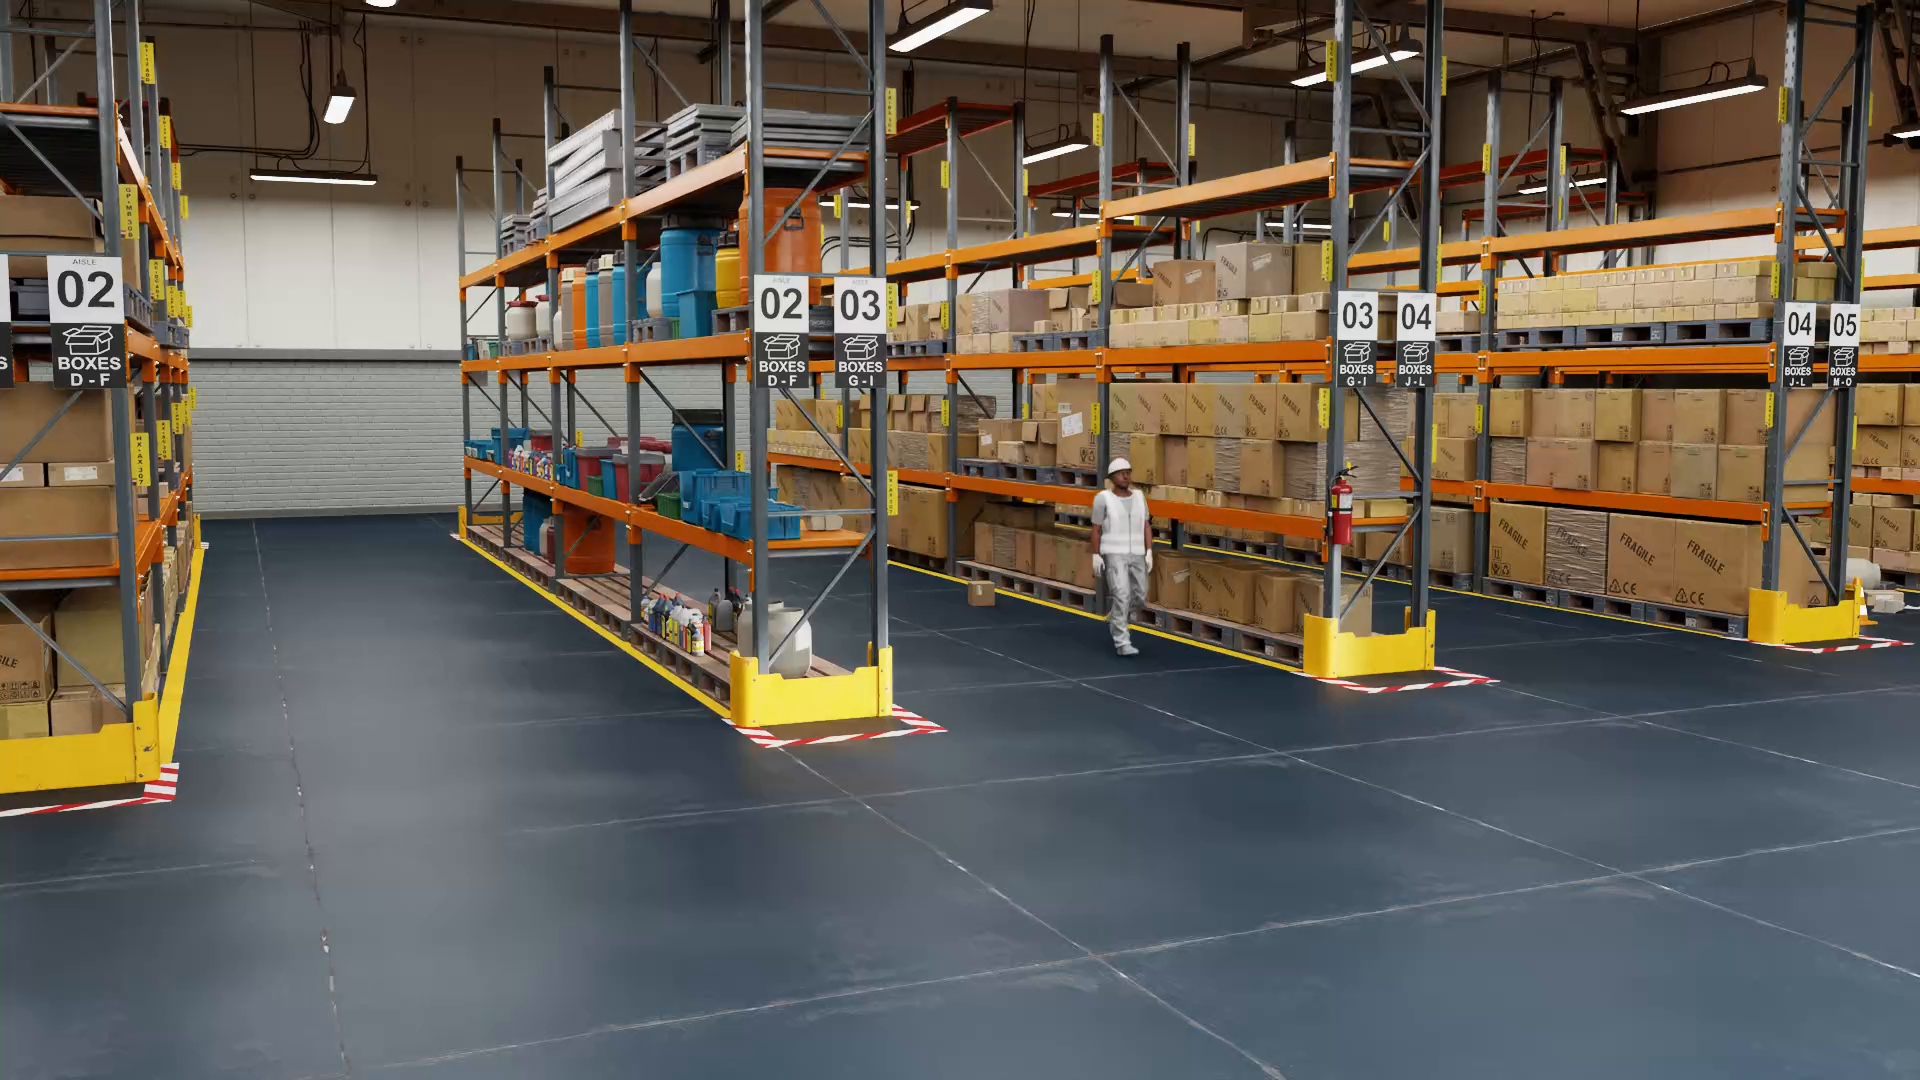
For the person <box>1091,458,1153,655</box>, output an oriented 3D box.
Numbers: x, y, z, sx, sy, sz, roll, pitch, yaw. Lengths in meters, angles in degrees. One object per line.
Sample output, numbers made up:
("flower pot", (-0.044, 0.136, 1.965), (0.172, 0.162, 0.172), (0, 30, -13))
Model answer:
("person", (1.465, 0.137, 15.076), (0.549, 1.762, 0.832), (-2, 6, -22))
